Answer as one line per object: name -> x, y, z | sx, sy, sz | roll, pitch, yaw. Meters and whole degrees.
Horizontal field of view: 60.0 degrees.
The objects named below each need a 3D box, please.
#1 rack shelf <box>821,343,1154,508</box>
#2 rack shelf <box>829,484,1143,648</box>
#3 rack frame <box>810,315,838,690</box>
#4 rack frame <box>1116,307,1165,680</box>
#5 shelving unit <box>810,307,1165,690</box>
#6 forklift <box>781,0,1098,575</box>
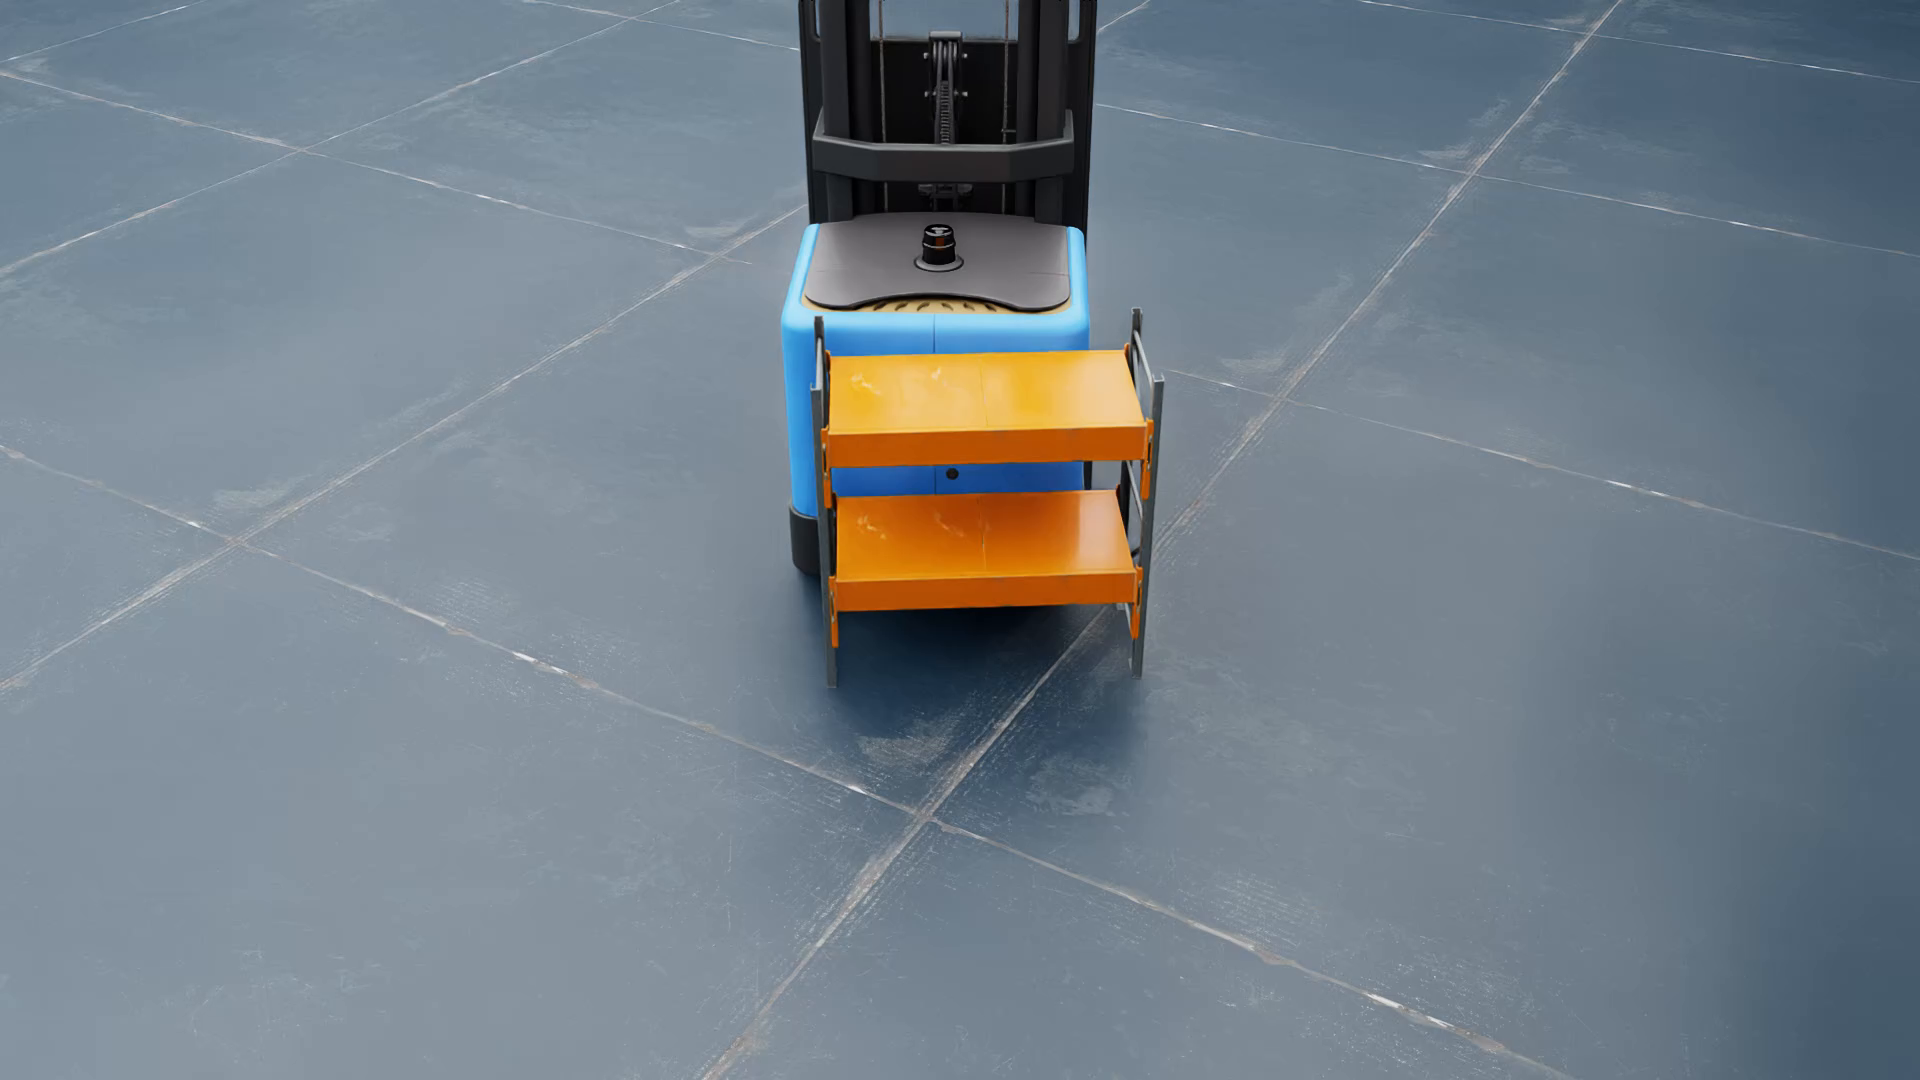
rack shelf -> 0.071, -0.369, 5.261 | 1.000, 0.278, 0.538 | -2, 34, -3
rack shelf -> 0.071, 0.078, 5.559 | 1.000, 0.278, 0.538 | -2, 34, -3
rack frame -> -0.437, -0.110, 5.401 | 0.032, 1.125, 0.500 | -2, 34, -3
rack frame -> 0.578, -0.140, 5.446 | 0.032, 1.125, 0.500 | -2, 34, -3
shelving unit -> 0.071, -0.125, 5.423 | 1.048, 1.125, 0.538 | -2, 34, -3
forklift -> -0.037, -1.865, 6.407 | 1.130, 2.935, 3.031 | 1, 34, 1
